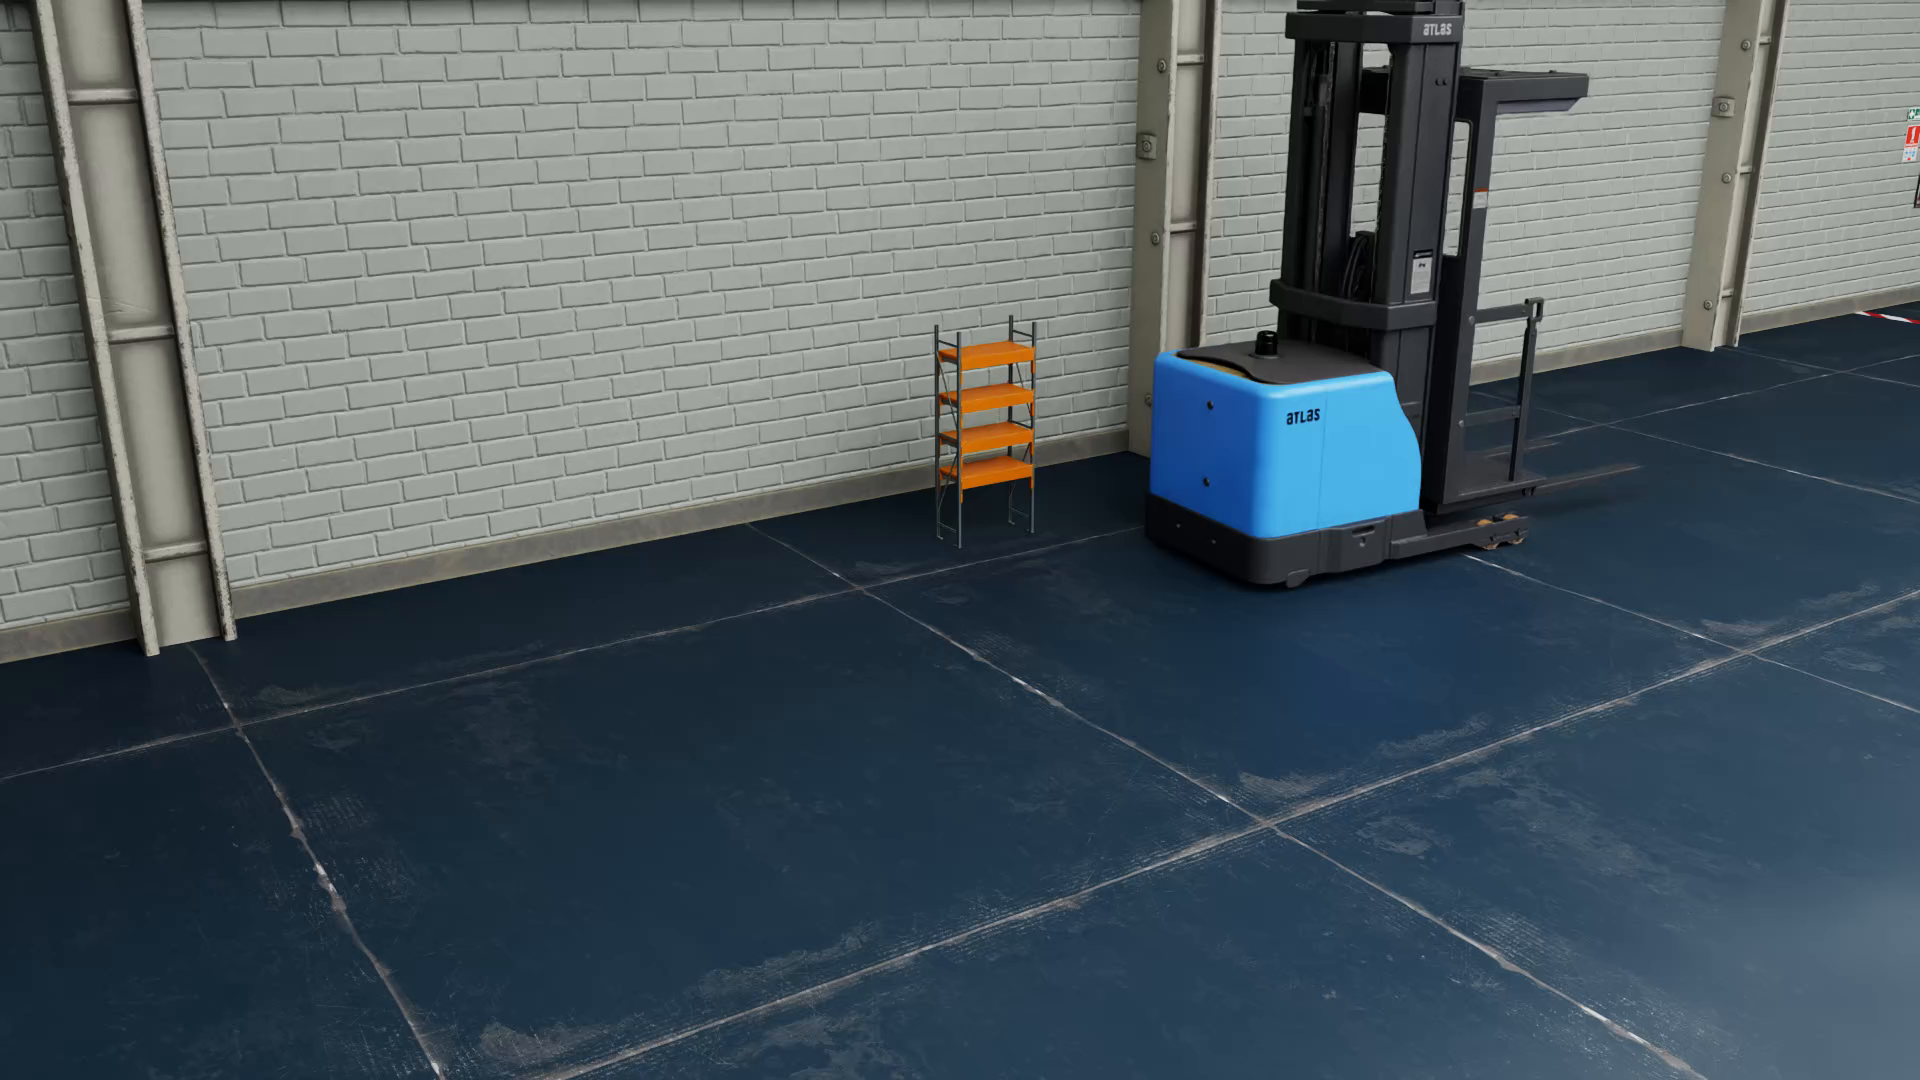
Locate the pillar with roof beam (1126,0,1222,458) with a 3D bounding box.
[{"bbox_3d":[3.713,-3.708,6.161,0.400,9.000,9.100,-12,22,-31],"label":"pillar with roof beam"}]

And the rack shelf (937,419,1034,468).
[{"bbox_3d":[0.138,-0.534,9.160,0.480,0.148,0.258,-12,22,-31],"label":"rack shelf"}]

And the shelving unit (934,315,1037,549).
[{"bbox_3d":[0.138,-0.598,9.139,0.503,1.200,0.258,-12,22,-31],"label":"shelving unit"}]

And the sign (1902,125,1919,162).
[{"bbox_3d":[8.764,-3.653,15.310,0.234,0.329,0.001,-12,22,-31],"label":"sign"}]

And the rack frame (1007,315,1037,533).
[{"bbox_3d":[0.342,-0.641,9.266,0.015,1.200,0.240,-12,22,-31],"label":"rack frame"}]

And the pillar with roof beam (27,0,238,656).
[{"bbox_3d":[-1.299,-2.651,3.035,0.400,9.000,9.100,-12,22,-31],"label":"pillar with roof beam"}]

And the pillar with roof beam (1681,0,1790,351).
[{"bbox_3d":[8.724,-4.764,9.287,0.400,9.000,9.100,-12,22,-31],"label":"pillar with roof beam"}]

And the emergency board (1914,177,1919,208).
[{"bbox_3d":[9.265,-3.709,15.532,0.626,1.169,0.157,-12,22,-31],"label":"emergency board"}]

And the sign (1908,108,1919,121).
[{"bbox_3d":[8.772,-3.902,15.221,0.331,0.109,0.001,-12,22,-31],"label":"sign"}]

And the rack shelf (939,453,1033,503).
[{"bbox_3d":[0.138,-0.346,9.224,0.480,0.148,0.258,-12,22,-31],"label":"rack shelf"}]

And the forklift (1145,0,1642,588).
[{"bbox_3d":[2.555,-1.468,9.011,3.031,2.935,1.130,-10,21,-28],"label":"forklift"}]

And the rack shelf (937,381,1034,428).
[{"bbox_3d":[0.138,-0.746,9.089,0.480,0.148,0.258,-12,22,-31],"label":"rack shelf"}]

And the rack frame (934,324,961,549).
[{"bbox_3d":[-0.066,-0.555,9.012,0.015,1.200,0.240,-12,22,-31],"label":"rack frame"}]

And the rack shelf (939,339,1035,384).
[{"bbox_3d":[0.138,-0.970,9.013,0.480,0.148,0.258,-12,22,-31],"label":"rack shelf"}]
